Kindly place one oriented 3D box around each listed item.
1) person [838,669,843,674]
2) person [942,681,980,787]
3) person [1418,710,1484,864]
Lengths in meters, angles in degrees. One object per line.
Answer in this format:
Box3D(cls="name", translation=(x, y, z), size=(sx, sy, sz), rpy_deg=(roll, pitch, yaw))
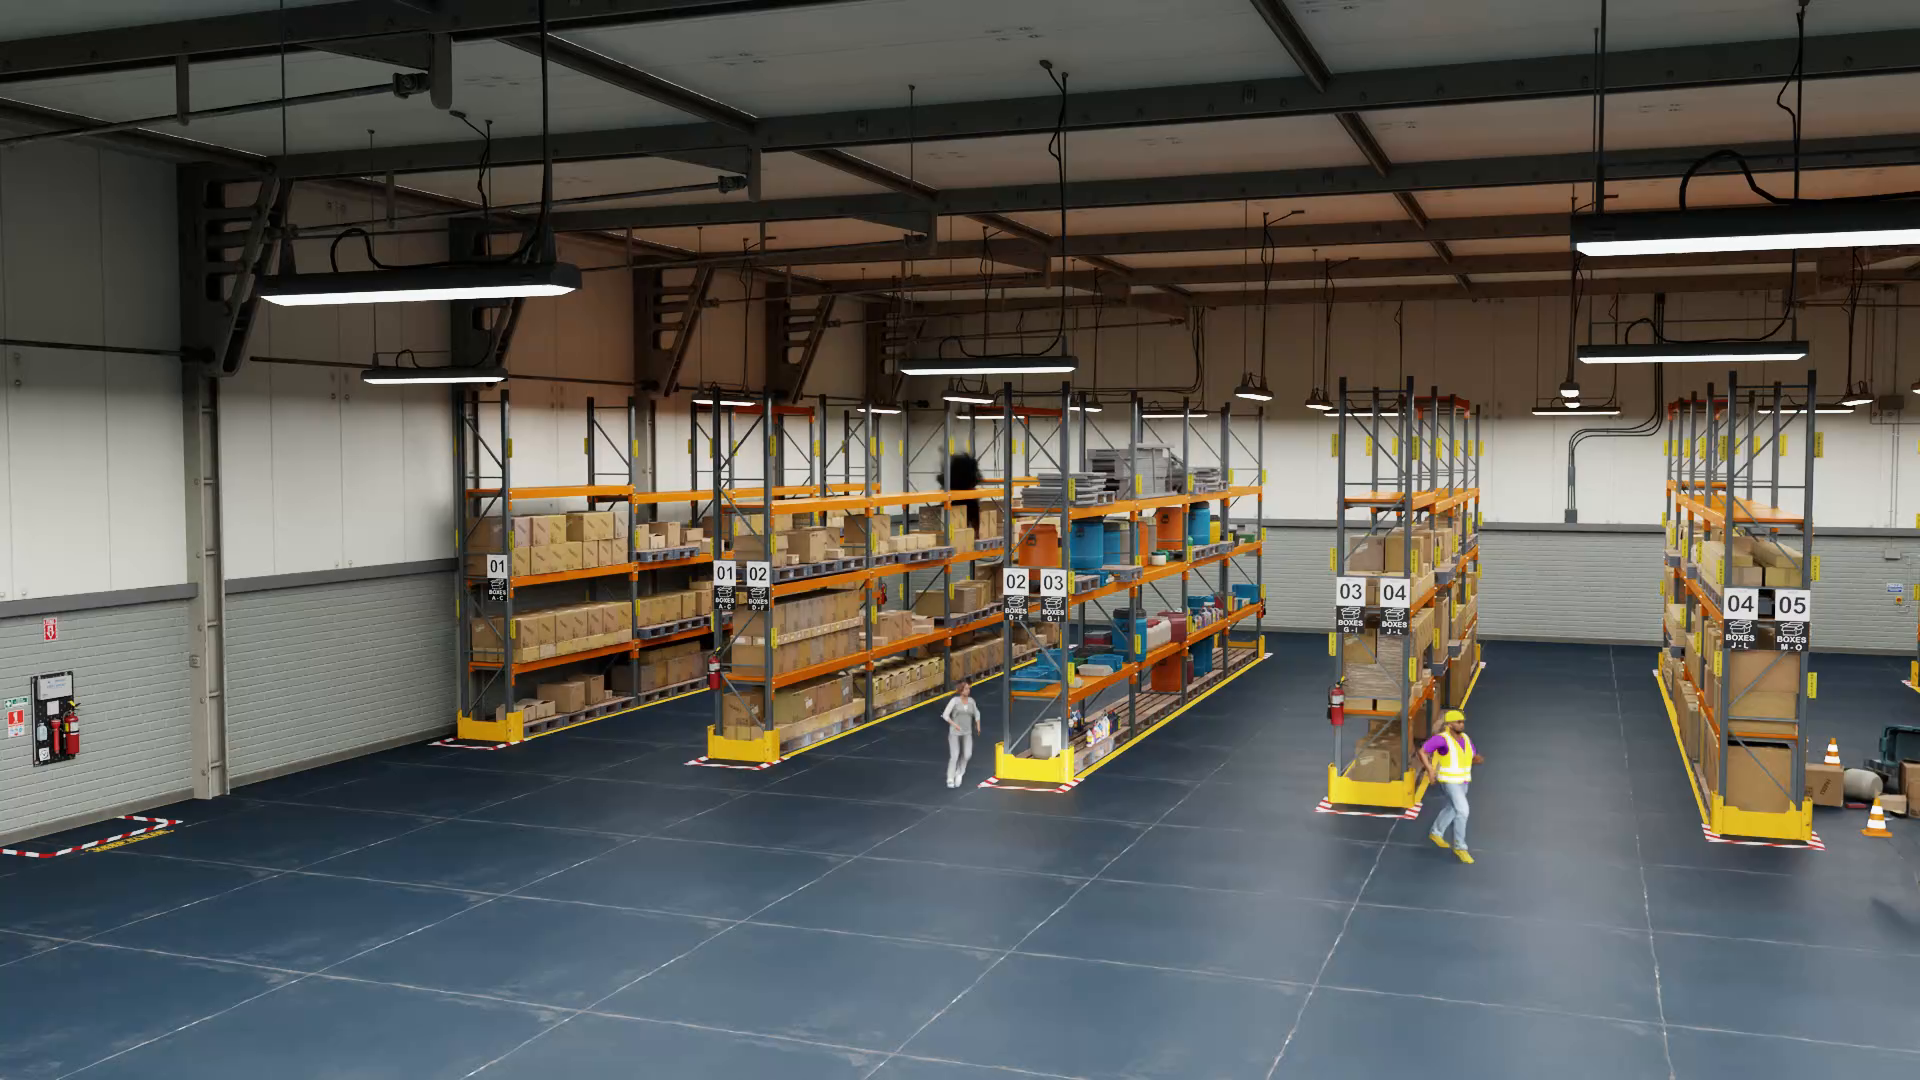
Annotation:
Box3D(cls="person", translation=(-2.721, 2.240, 35.469), size=(0.594, 1.622, 0.556), rpy_deg=(1, 3, 12))
Box3D(cls="person", translation=(0.043, 2.876, 24.524), size=(0.617, 1.542, 0.543), rpy_deg=(-1, 3, -17))
Box3D(cls="person", translation=(6.040, 2.990, 20.369), size=(0.678, 1.826, 0.798), rpy_deg=(-2, 4, -36))
